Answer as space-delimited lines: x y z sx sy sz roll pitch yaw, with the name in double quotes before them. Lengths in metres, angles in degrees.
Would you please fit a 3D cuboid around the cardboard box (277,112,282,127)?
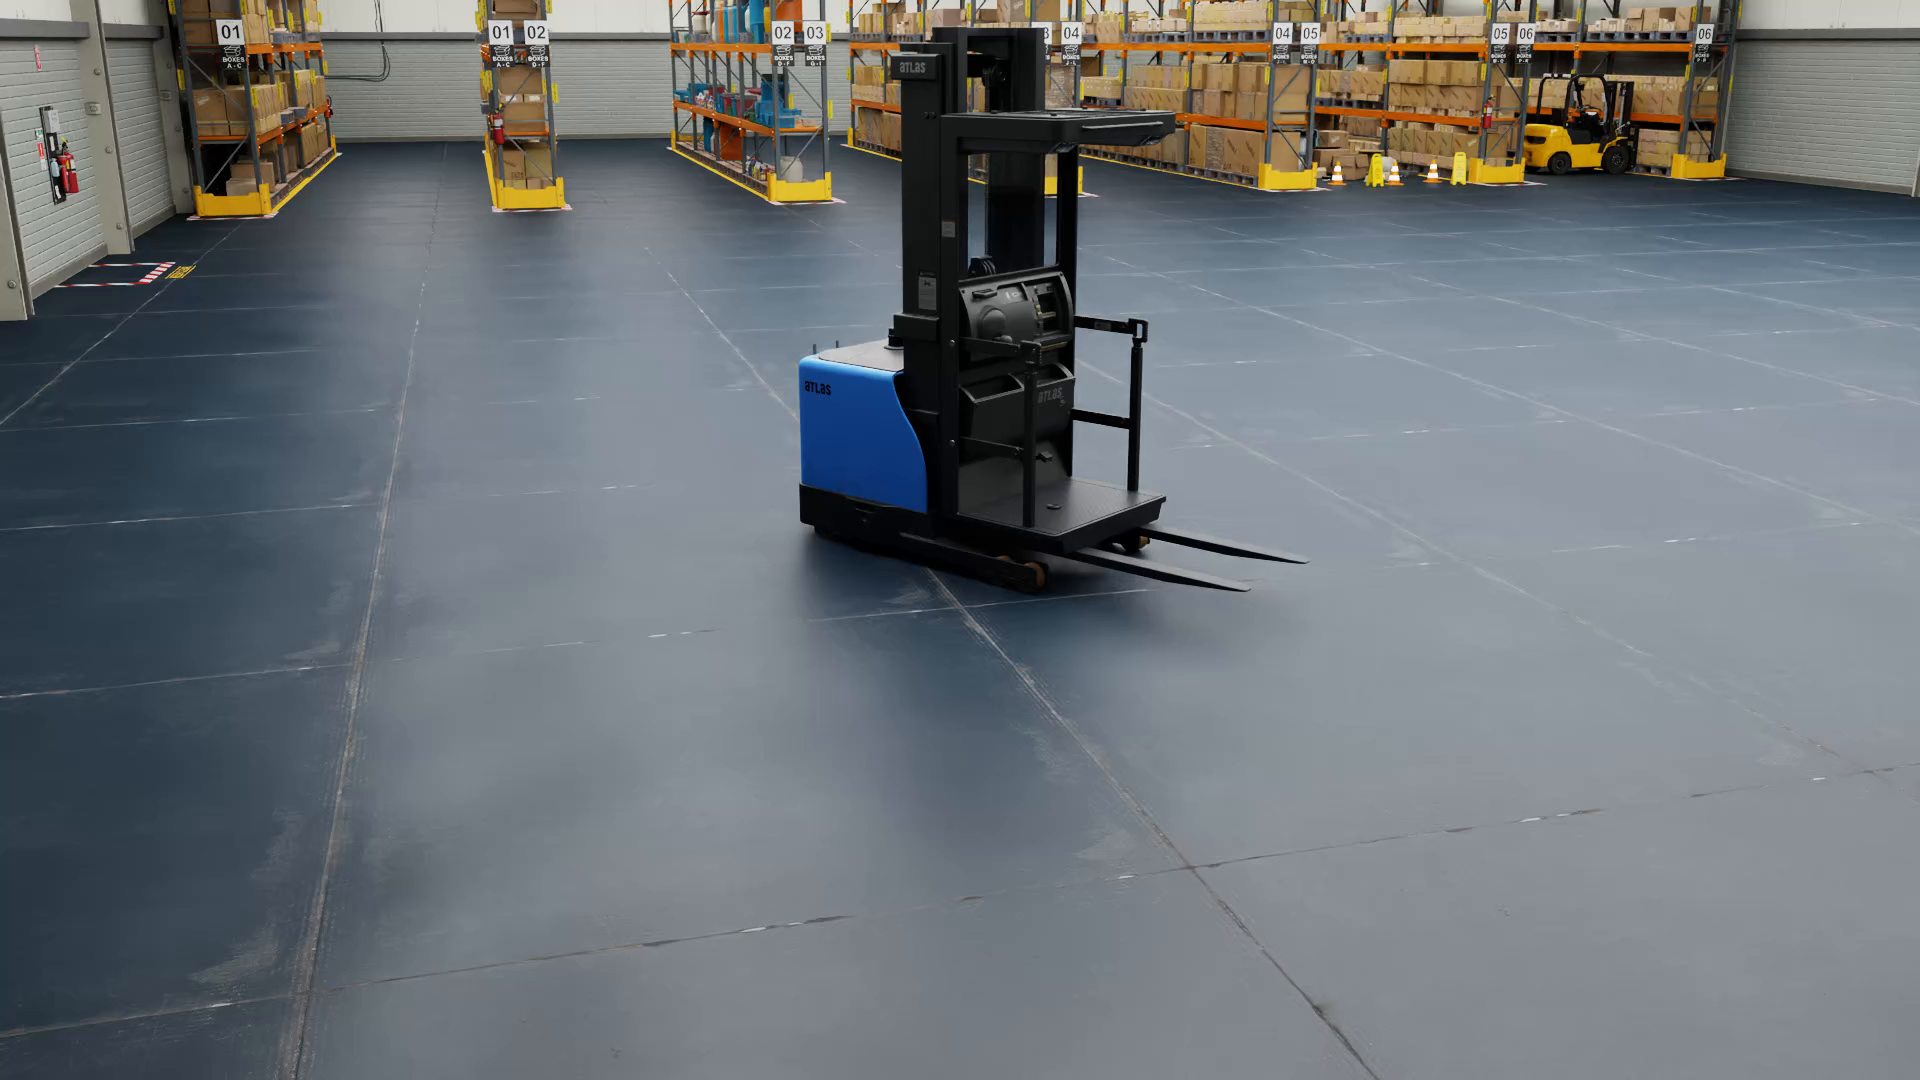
"cardboard box" -13.148 -7.965 31.480 0.500 0.250 0.500 -5 17 -15

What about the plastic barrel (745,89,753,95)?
"plastic barrel" -4.655 -9.810 37.201 0.421 0.512 0.421 0 17 0

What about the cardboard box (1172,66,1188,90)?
"cardboard box" 5.230 -10.479 37.712 0.700 0.500 0.500 -5 17 -16

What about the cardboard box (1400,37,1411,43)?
"cardboard box" 10.112 -11.226 37.334 0.380 0.149 0.250 -5 17 -15

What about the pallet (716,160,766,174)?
"pallet" -4.968 -8.471 37.786 1.003 0.211 1.213 -5 17 -15

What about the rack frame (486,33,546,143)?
"rack frame" -8.808 -8.527 33.125 1.000 3.000 0.127 -5 17 -15

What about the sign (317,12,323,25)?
"sign" -16.342 -13.315 42.450 0.100 0.325 0.005 -5 17 -15

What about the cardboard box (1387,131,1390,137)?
"cardboard box" 12.384 -11.666 47.799 0.380 0.149 0.250 -5 18 -17

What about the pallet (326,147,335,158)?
"pallet" -16.572 -9.903 42.553 1.003 0.211 1.213 -5 17 -15

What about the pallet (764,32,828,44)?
"pallet" -3.078 -9.394 31.125 1.003 0.211 1.213 -5 17 -15

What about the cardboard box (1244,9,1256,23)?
"cardboard box" 6.074 -10.575 33.568 0.500 0.250 0.500 -5 17 -15

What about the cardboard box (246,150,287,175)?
"cardboard box" -14.080 -7.633 33.731 0.700 0.500 0.500 -4 17 -15

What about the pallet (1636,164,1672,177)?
"pallet" 15.867 -8.252 37.058 1.003 0.211 1.213 -5 17 -15

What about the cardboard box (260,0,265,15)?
"cardboard box" -13.010 -9.838 30.330 0.500 0.500 0.500 -4 17 -12

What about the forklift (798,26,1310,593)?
"forklift" 0.483 -1.287 9.143 3.031 2.935 1.130 14 21 38

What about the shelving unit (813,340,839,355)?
"shelving unit" -0.758 -0.713 10.502 0.215 1.050 0.252 -15 22 -41

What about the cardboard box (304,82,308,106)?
"cardboard box" -14.977 -10.022 37.375 0.500 0.500 0.500 -4 17 -14

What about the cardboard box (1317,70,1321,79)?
"cardboard box" 9.048 -11.448 41.428 0.500 0.500 0.500 -5 17 -17

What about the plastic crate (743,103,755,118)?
"plastic crate" -4.022 -8.733 33.919 0.767 0.338 0.504 -5 17 -15

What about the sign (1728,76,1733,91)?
"sign" 16.653 -9.874 35.968 0.100 0.325 0.005 -5 17 -15

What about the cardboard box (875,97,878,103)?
"cardboard box" -2.020 -11.602 43.800 0.380 0.149 0.250 -5 17 -16

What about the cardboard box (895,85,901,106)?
"cardboard box" -1.318 -11.145 41.668 0.500 0.500 0.500 -5 17 -17

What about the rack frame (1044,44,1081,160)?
"rack frame" 1.817 -8.203 32.045 1.000 3.000 0.127 -5 17 -15

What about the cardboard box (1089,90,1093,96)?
"cardboard box" 3.491 -11.316 42.116 0.380 0.149 0.250 -4 17 -14

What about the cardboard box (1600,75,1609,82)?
"cardboard box" 15.030 -10.661 38.411 0.380 0.149 0.250 -4 17 -14

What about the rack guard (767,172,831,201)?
"rack guard" -3.011 -6.631 31.159 1.175 0.500 0.348 -5 17 -15

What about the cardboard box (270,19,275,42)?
"cardboard box" -14.402 -10.370 33.834 0.797 0.503 0.637 -2 17 -8

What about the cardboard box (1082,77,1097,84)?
"cardboard box" 3.339 -11.749 42.524 0.380 0.149 0.250 -4 17 -13

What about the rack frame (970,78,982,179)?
"rack frame" 0.718 -9.309 35.729 1.000 3.000 0.127 -5 17 -15

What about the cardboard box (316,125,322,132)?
"cardboard box" -15.937 -10.130 40.950 0.380 0.149 0.250 -5 17 -17

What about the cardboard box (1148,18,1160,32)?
"cardboard box" 4.682 -11.924 38.472 0.500 0.311 0.500 -5 17 -16

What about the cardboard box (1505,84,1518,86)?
"cardboard box" 14.069 -11.333 41.859 0.500 0.250 0.500 -5 17 -17

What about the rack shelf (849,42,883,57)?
"rack shelf" -2.030 -13.167 44.609 1.077 0.370 4.000 -5 17 -15

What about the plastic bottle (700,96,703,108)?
"plastic bottle" -6.227 -10.657 40.431 0.152 0.276 0.135 -5 17 -15

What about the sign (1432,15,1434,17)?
"sign" 10.766 -11.822 37.981 0.100 0.325 0.005 -5 17 -15

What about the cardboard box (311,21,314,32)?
"cardboard box" -15.979 -12.456 40.349 0.500 0.250 0.500 -5 17 -17

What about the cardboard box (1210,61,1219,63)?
"cardboard box" 7.372 -13.222 46.843 0.500 0.500 0.500 -4 17 -15

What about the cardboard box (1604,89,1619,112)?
"cardboard box" 15.188 -10.108 38.214 0.500 0.500 0.500 -5 17 -16

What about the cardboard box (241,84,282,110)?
"cardboard box" -14.034 -8.871 33.332 0.700 0.500 0.500 -2 17 -8

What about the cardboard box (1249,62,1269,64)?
"cardboard box" 8.059 -12.549 44.604 0.500 0.500 0.500 -5 17 -16

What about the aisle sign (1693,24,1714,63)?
"aisle sign" 15.853 -10.583 35.452 0.394 0.787 0.004 -5 17 -15

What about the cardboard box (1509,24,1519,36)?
"cardboard box" 11.464 -10.654 34.734 0.500 0.250 0.500 -5 17 -16

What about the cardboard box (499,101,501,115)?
"cardboard box" -8.680 -8.453 32.704 0.700 0.500 0.500 -5 17 -17

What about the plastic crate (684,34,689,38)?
"plastic crate" -6.800 -12.713 42.139 0.416 0.233 0.300 -5 17 -15

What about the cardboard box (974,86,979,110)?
"cardboard box" 0.782 -9.370 35.241 0.875 0.500 0.500 -5 17 -15

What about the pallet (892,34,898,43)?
"pallet" -1.181 -12.617 41.860 0.805 0.209 1.217 -5 18 -17

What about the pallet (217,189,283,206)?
"pallet" -13.012 -6.278 30.484 1.003 0.211 1.213 -5 17 -15

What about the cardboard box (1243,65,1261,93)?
"cardboard box" 6.310 -9.406 33.915 0.875 0.550 0.550 -5 17 -15

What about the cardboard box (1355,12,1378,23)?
"cardboard box" 9.663 -12.329 39.229 0.500 0.250 0.500 -4 17 -14

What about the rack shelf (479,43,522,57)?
"rack shelf" -11.556 -12.385 42.005 1.077 0.370 4.000 -5 17 -15

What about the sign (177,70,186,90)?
"sign" -13.010 -7.695 27.795 0.100 0.325 0.005 -5 17 -15

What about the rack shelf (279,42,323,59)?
"rack shelf" -16.318 -11.992 40.698 1.077 0.370 4.000 -5 17 -15

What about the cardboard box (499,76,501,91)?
"cardboard box" -8.128 -8.519 30.669 0.700 0.500 0.500 -5 17 -15
